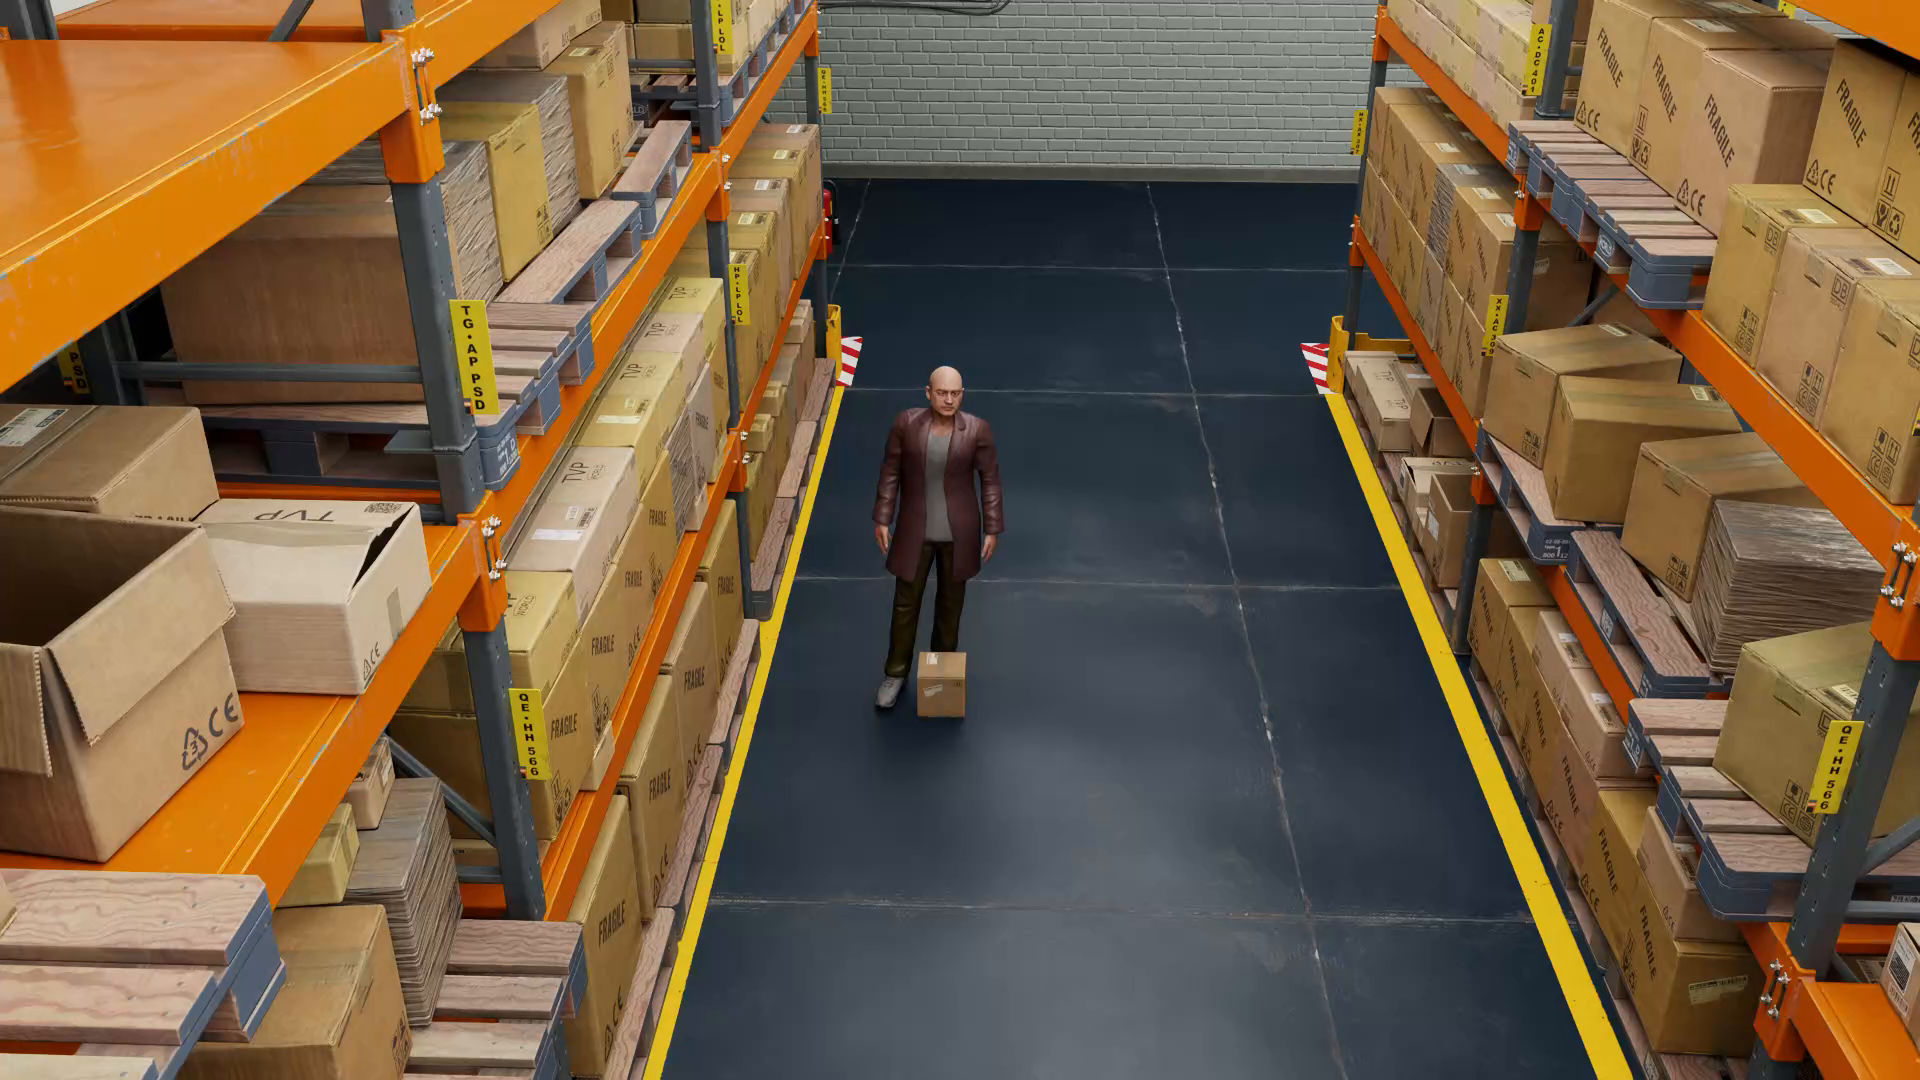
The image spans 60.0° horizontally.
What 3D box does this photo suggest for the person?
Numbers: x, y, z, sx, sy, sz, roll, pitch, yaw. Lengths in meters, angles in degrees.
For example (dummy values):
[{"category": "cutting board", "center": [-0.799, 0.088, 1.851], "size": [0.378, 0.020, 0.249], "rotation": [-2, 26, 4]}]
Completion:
[{"category": "person", "center": [-0.118, -0.004, 8.623], "size": [0.698, 1.779, 0.579], "rotation": [1, 28, 2]}]
